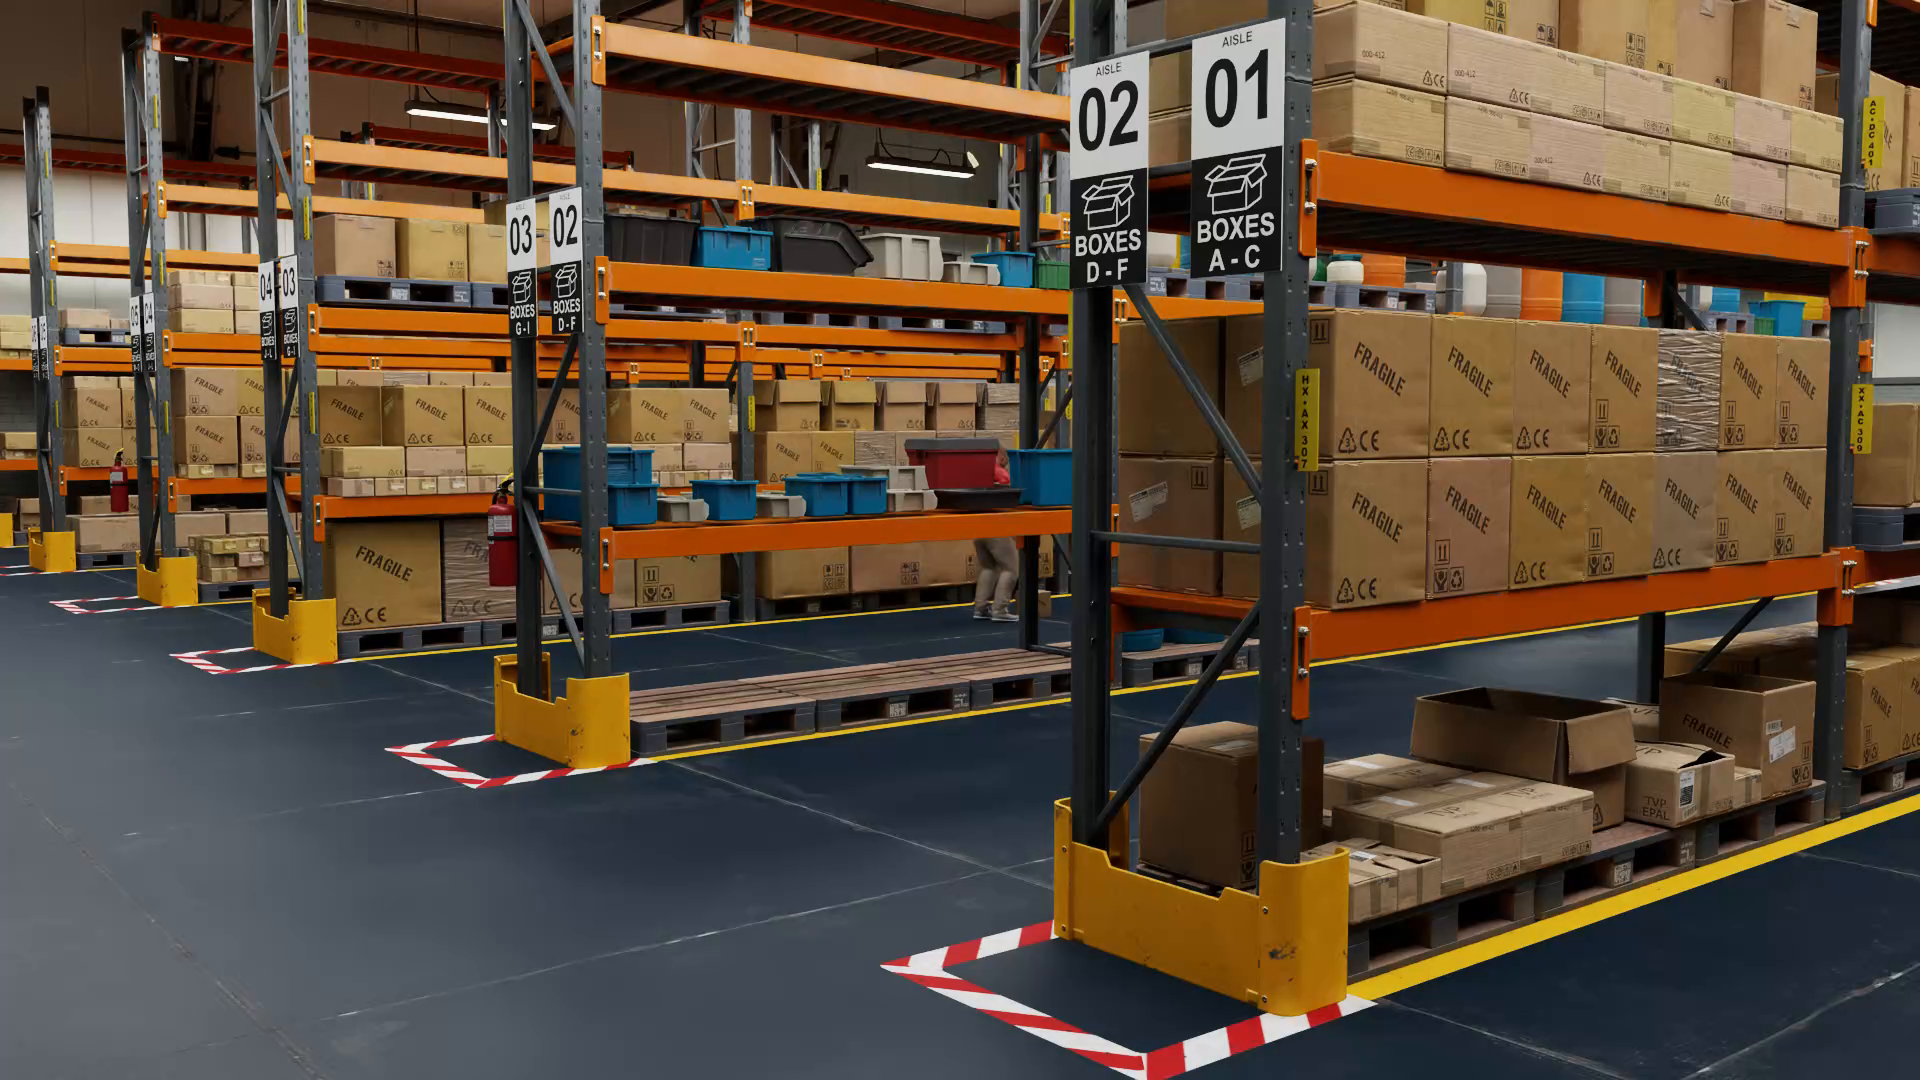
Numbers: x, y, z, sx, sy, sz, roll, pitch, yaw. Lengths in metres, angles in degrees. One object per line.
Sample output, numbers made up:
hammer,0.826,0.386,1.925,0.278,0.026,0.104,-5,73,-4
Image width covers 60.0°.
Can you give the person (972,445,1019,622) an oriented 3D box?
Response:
person,0.317,-0.064,15.851,0.416,1.684,0.553,-3,5,-37
